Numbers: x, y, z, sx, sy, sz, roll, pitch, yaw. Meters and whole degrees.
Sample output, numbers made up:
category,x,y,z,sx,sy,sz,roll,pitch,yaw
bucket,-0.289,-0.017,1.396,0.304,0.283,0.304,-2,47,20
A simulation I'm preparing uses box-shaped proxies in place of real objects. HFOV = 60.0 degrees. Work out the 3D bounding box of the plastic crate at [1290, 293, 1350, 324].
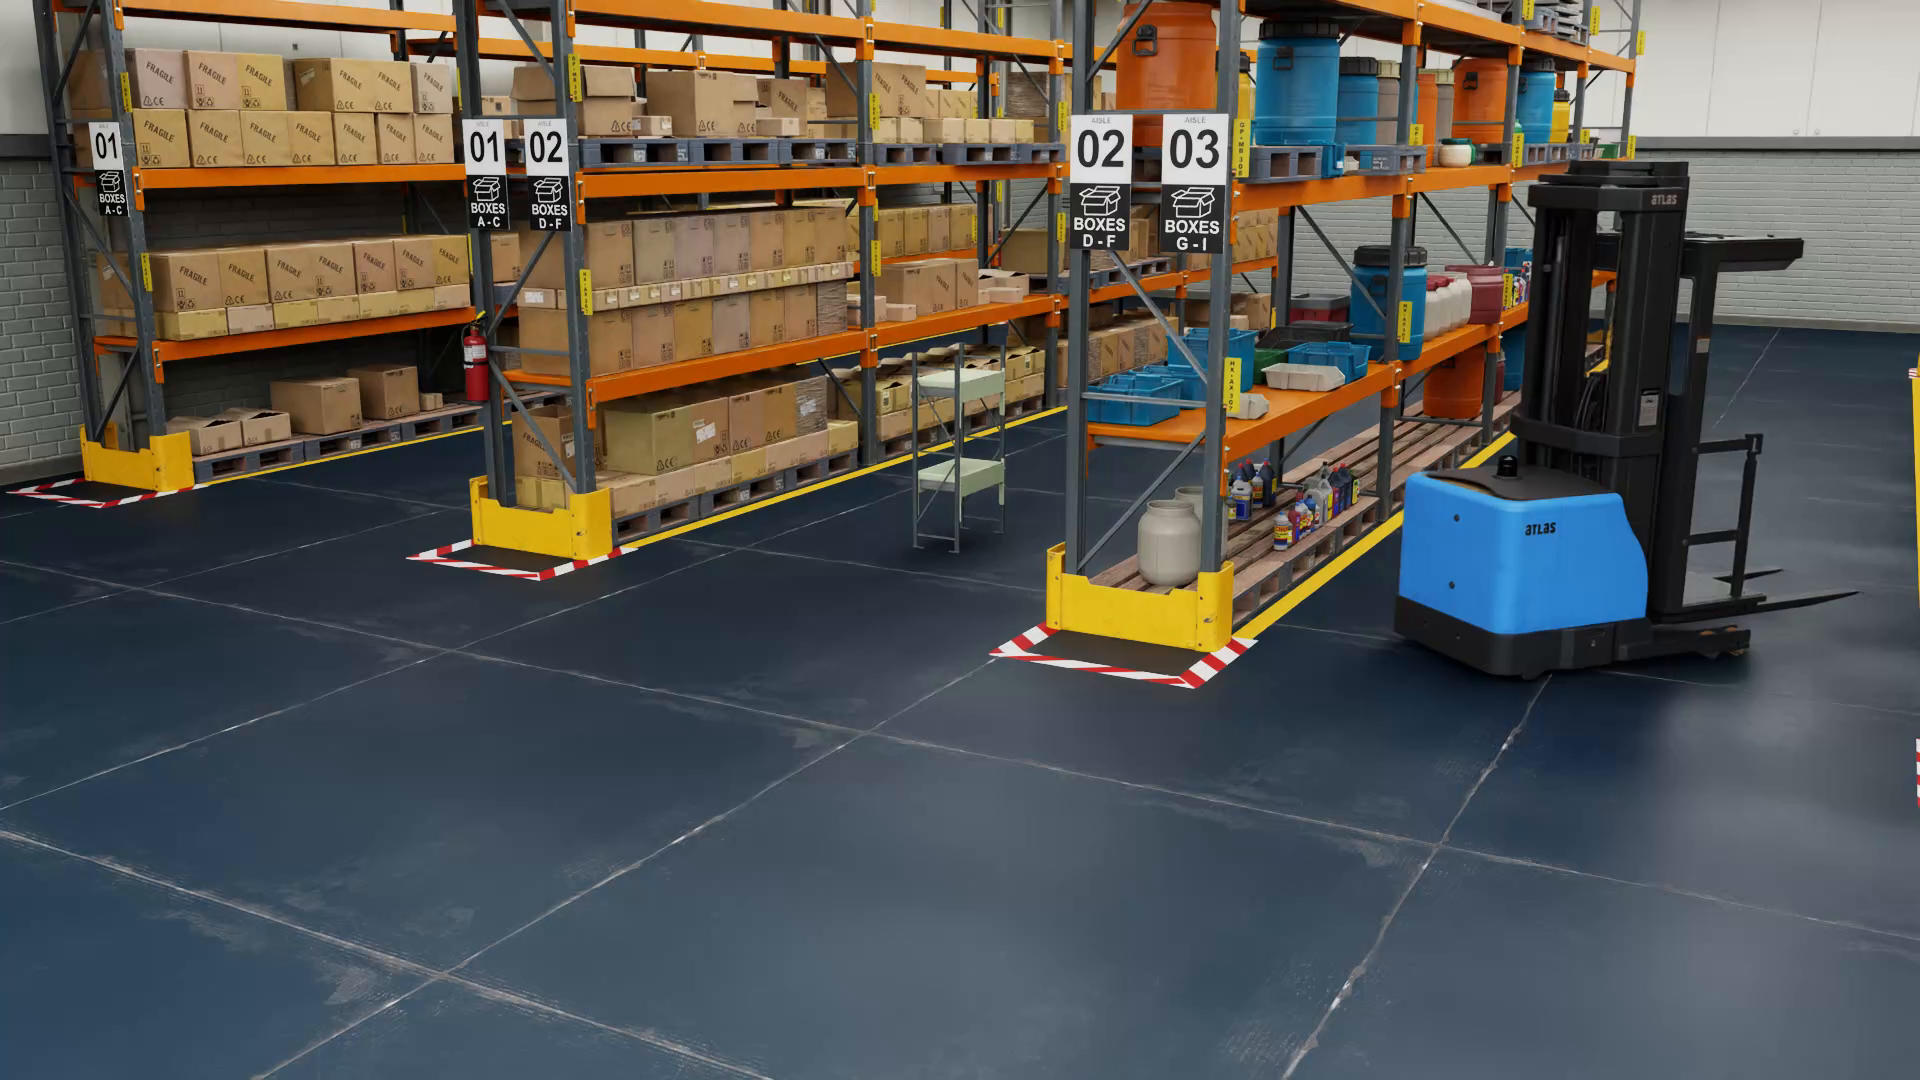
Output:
category,x,y,z,sx,sy,sz,roll,pitch,yaw
plastic crate,3.031,-1.831,14.093,0.402,0.464,0.583,7,15,28

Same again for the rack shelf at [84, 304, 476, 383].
category,x,y,z,sx,sy,sz,roll,pitch,yaw
rack shelf,-6.574,-2.028,16.582,1.077,0.370,4.000,7,15,28

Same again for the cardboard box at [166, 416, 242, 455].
category,x,y,z,sx,sy,sz,roll,pitch,yaw
cardboard box,-7.128,-1.006,15.606,0.500,0.311,0.500,6,15,22

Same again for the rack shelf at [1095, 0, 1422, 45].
category,x,y,z,sx,sy,sz,roll,pitch,yaw
rack shelf,2.098,-3.628,11.270,1.077,0.370,4.000,7,15,28

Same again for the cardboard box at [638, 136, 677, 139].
category,x,y,z,sx,sy,sz,roll,pitch,yaw
cardboard box,-3.786,-4.856,20.521,0.500,0.311,0.500,7,15,28

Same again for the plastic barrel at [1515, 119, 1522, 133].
category,x,y,z,sx,sy,sz,roll,pitch,yaw
plastic barrel,5.712,-4.265,17.359,0.294,0.245,0.294,0,14,0

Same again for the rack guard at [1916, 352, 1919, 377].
category,x,y,z,sx,sy,sz,roll,pitch,yaw
rack guard,13.213,-2.357,21.742,1.175,0.500,0.348,7,15,28

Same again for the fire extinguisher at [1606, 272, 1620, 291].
category,x,y,z,sx,sy,sz,roll,pitch,yaw
fire extinguisher,9.337,-3.889,23.724,0.296,0.674,0.183,7,15,28

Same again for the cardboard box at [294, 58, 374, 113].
category,x,y,z,sx,sy,sz,roll,pitch,yaw
cardboard box,-6.111,-4.436,16.243,0.500,0.500,0.500,7,15,26

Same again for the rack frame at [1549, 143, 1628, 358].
category,x,y,z,sx,sy,sz,roll,pitch,yaw
rack frame,8.866,-4.128,23.756,1.000,3.000,0.127,7,15,28

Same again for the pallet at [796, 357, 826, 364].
category,x,y,z,sx,sy,sz,roll,pitch,yaw
pallet,-2.636,-2.656,23.601,1.003,0.211,1.213,7,15,28

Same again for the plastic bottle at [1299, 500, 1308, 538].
category,x,y,z,sx,sy,sz,roll,pitch,yaw
plastic bottle,2.495,-0.160,12.182,0.097,0.271,0.097,0,14,0

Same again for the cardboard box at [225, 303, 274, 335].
category,x,y,z,sx,sy,sz,roll,pitch,yaw
cardboard box,-6.789,-2.077,15.526,0.500,0.250,0.500,7,15,26

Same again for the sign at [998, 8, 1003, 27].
category,x,y,z,sx,sy,sz,roll,pitch,yaw
sign,0.662,-8.595,27.323,0.100,0.325,0.005,7,15,28

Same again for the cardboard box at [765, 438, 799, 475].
category,x,y,z,sx,sy,sz,roll,pitch,yaw
cardboard box,-1.781,-0.770,14.798,0.500,0.250,0.500,7,15,28

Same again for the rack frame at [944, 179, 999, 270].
category,x,y,z,sx,sy,sz,roll,pitch,yaw
rack frame,0.194,-5.251,28.412,1.000,3.000,0.127,7,15,28

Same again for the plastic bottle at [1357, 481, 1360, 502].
category,x,y,z,sx,sy,sz,roll,pitch,yaw
plastic bottle,3.162,-0.410,13.365,0.097,0.201,0.097,0,14,0

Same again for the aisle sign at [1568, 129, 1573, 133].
category,x,y,z,sx,sy,sz,roll,pitch,yaw
aisle sign,8.641,-5.440,23.652,0.394,0.787,0.004,7,15,28

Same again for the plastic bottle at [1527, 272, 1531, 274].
category,x,y,z,sx,sy,sz,roll,pitch,yaw
plastic bottle,6.539,-2.924,19.025,0.152,0.276,0.135,7,15,28

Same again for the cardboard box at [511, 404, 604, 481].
category,x,y,z,sx,sy,sz,roll,pitch,yaw
cardboard box,-3.204,-0.783,13.253,0.500,0.500,0.500,7,15,28

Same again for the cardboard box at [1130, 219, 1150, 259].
category,x,y,z,sx,sy,sz,roll,pitch,yaw
cardboard box,2.173,-4.050,22.324,0.700,0.500,0.500,2,14,9

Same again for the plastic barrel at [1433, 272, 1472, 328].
category,x,y,z,sx,sy,sz,roll,pitch,yaw
plastic barrel,4.688,-2.306,15.959,0.421,0.512,0.421,0,14,0

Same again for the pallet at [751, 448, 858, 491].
category,x,y,z,sx,sy,sz,roll,pitch,yaw
pallet,-1.690,-0.714,15.545,1.003,0.211,1.213,7,15,28

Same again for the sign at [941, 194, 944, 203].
category,x,y,z,sx,sy,sz,roll,pitch,yaw
sign,-0.289,-5.774,28.567,0.100,0.325,0.005,7,15,28

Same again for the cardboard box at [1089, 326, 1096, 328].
category,x,y,z,sx,sy,sz,roll,pitch,yaw
cardboard box,1.410,-2.480,21.317,0.500,0.500,0.500,7,15,26

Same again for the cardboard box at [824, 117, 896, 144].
category,x,y,z,sx,sy,sz,roll,pitch,yaw
cardboard box,-0.963,-3.943,16.012,0.500,0.250,0.500,9,16,34

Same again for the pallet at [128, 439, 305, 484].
category,x,y,z,sx,sy,sz,roll,pitch,yaw
pallet,-7.081,-0.791,15.862,1.003,0.211,1.213,7,15,28

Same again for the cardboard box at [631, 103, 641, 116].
category,x,y,z,sx,sy,sz,roll,pitch,yaw
cardboard box,-2.877,-3.331,13.176,0.500,0.250,0.500,7,15,28

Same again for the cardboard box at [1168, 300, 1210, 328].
category,x,y,z,sx,sy,sz,roll,pitch,yaw
cardboard box,3.502,-3.256,24.526,0.797,0.503,0.637,7,15,28

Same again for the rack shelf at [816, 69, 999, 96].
category,x,y,z,sx,sy,sz,roll,pitch,yaw
rack shelf,-0.773,-7.212,26.138,1.077,0.370,4.000,7,15,28

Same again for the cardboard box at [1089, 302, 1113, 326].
category,x,y,z,sx,sy,sz,roll,pitch,yaw
cardboard box,1.667,-2.956,21.689,0.500,0.250,0.500,7,15,28

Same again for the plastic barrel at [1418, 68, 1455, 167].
category,x,y,z,sx,sy,sz,roll,pitch,yaw
plastic barrel,4.412,-4.045,15.941,0.600,0.901,0.600,0,14,0

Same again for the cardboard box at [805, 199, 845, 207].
category,x,y,z,sx,sy,sz,roll,pitch,yaw
cardboard box,-1.998,-4.769,23.923,0.500,0.250,0.500,8,16,29

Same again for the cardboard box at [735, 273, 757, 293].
category,x,y,z,sx,sy,sz,roll,pitch,yaw
cardboard box,-1.954,-2.197,14.148,0.380,0.149,0.250,8,16,30

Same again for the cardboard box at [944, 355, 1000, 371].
category,x,y,z,sx,sy,sz,roll,pitch,yaw
cardboard box,0.135,-1.843,18.052,0.500,0.311,0.500,7,15,28

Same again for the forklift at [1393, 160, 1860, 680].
category,x,y,z,sx,sy,sz,roll,pitch,yaw
forklift,4.272,-0.817,10.170,3.031,2.935,1.130,-5,15,-21

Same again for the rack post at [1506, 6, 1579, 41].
category,x,y,z,sx,sy,sz,roll,pitch,yaw
rack post,6.065,-5.551,17.925,0.937,0.300,0.954,9,16,34

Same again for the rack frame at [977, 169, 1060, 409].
category,x,y,z,sx,sy,sz,roll,pitch,yaw
rack frame,0.664,-3.049,19.279,1.000,3.000,0.127,7,15,28

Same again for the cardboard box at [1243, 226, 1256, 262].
category,x,y,z,sx,sy,sz,roll,pitch,yaw
cardboard box,4.060,-4.407,24.701,0.500,0.500,0.500,8,15,28

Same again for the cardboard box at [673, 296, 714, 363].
category,x,y,z,sx,sy,sz,roll,pitch,yaw
cardboard box,-2.471,-1.760,13.720,0.700,0.500,0.500,7,15,28

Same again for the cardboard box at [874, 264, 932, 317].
category,x,y,z,sx,sy,sz,roll,pitch,yaw
cardboard box,-0.629,-2.540,16.958,0.500,0.500,0.500,9,16,32

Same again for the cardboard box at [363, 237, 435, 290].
category,x,y,z,sx,sy,sz,roll,pitch,yaw
cardboard box,-5.802,-2.855,17.152,0.500,0.500,0.500,7,15,28

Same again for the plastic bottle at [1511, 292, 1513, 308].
category,x,y,z,sx,sy,sz,roll,pitch,yaw
plastic bottle,5.859,-2.585,17.781,0.097,0.201,0.097,0,14,0

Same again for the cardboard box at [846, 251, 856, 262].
category,x,y,z,sx,sy,sz,roll,pitch,yaw
cardboard box,-1.757,-4.162,24.389,0.380,0.149,0.250,8,16,29

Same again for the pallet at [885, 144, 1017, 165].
category,x,y,z,sx,sy,sz,roll,pitch,yaw
pallet,-0.123,-4.036,17.377,1.003,0.211,1.213,8,16,31

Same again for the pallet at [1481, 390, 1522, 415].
category,x,y,z,sx,sy,sz,roll,pitch,yaw
pallet,5.934,-1.547,19.000,1.003,0.211,1.213,7,15,28

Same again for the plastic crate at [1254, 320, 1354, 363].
category,x,y,z,sx,sy,sz,roll,pitch,yaw
plastic crate,2.701,-1.543,13.166,0.767,0.338,0.504,7,15,28

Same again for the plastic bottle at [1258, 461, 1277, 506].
category,x,y,z,sx,sy,sz,roll,pitch,yaw
plastic bottle,2.438,-0.457,13.243,0.144,0.351,0.185,7,15,28

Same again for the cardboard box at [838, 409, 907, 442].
category,x,y,z,sx,sy,sz,roll,pitch,yaw
cardboard box,-0.857,-1.150,16.375,0.500,0.250,0.500,7,15,27

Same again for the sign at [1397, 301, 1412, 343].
category,x,y,z,sx,sy,sz,roll,pitch,yaw
sign,3.541,-1.736,13.244,0.100,0.325,0.005,7,15,28

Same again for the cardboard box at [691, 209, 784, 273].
category,x,y,z,sx,sy,sz,roll,pitch,yaw
cardboard box,-1.964,-2.609,14.474,0.700,0.500,0.500,7,15,28

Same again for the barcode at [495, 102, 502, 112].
category,x,y,z,sx,sy,sz,roll,pitch,yaw
barcode,-3.479,-3.264,12.535,0.001,0.075,0.075,7,15,28

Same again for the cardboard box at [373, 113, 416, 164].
category,x,y,z,sx,sy,sz,roll,pitch,yaw
cardboard box,-5.891,-4.071,16.864,0.500,0.500,0.500,6,15,23

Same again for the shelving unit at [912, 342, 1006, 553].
category,x,y,z,sx,sy,sz,roll,pitch,yaw
shelving unit,-0.003,-0.728,12.852,0.431,1.500,0.755,7,15,28

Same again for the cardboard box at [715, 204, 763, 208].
category,x,y,z,sx,sy,sz,roll,pitch,yaw
cardboard box,-2.970,-4.351,22.190,0.500,0.250,0.500,7,15,27
